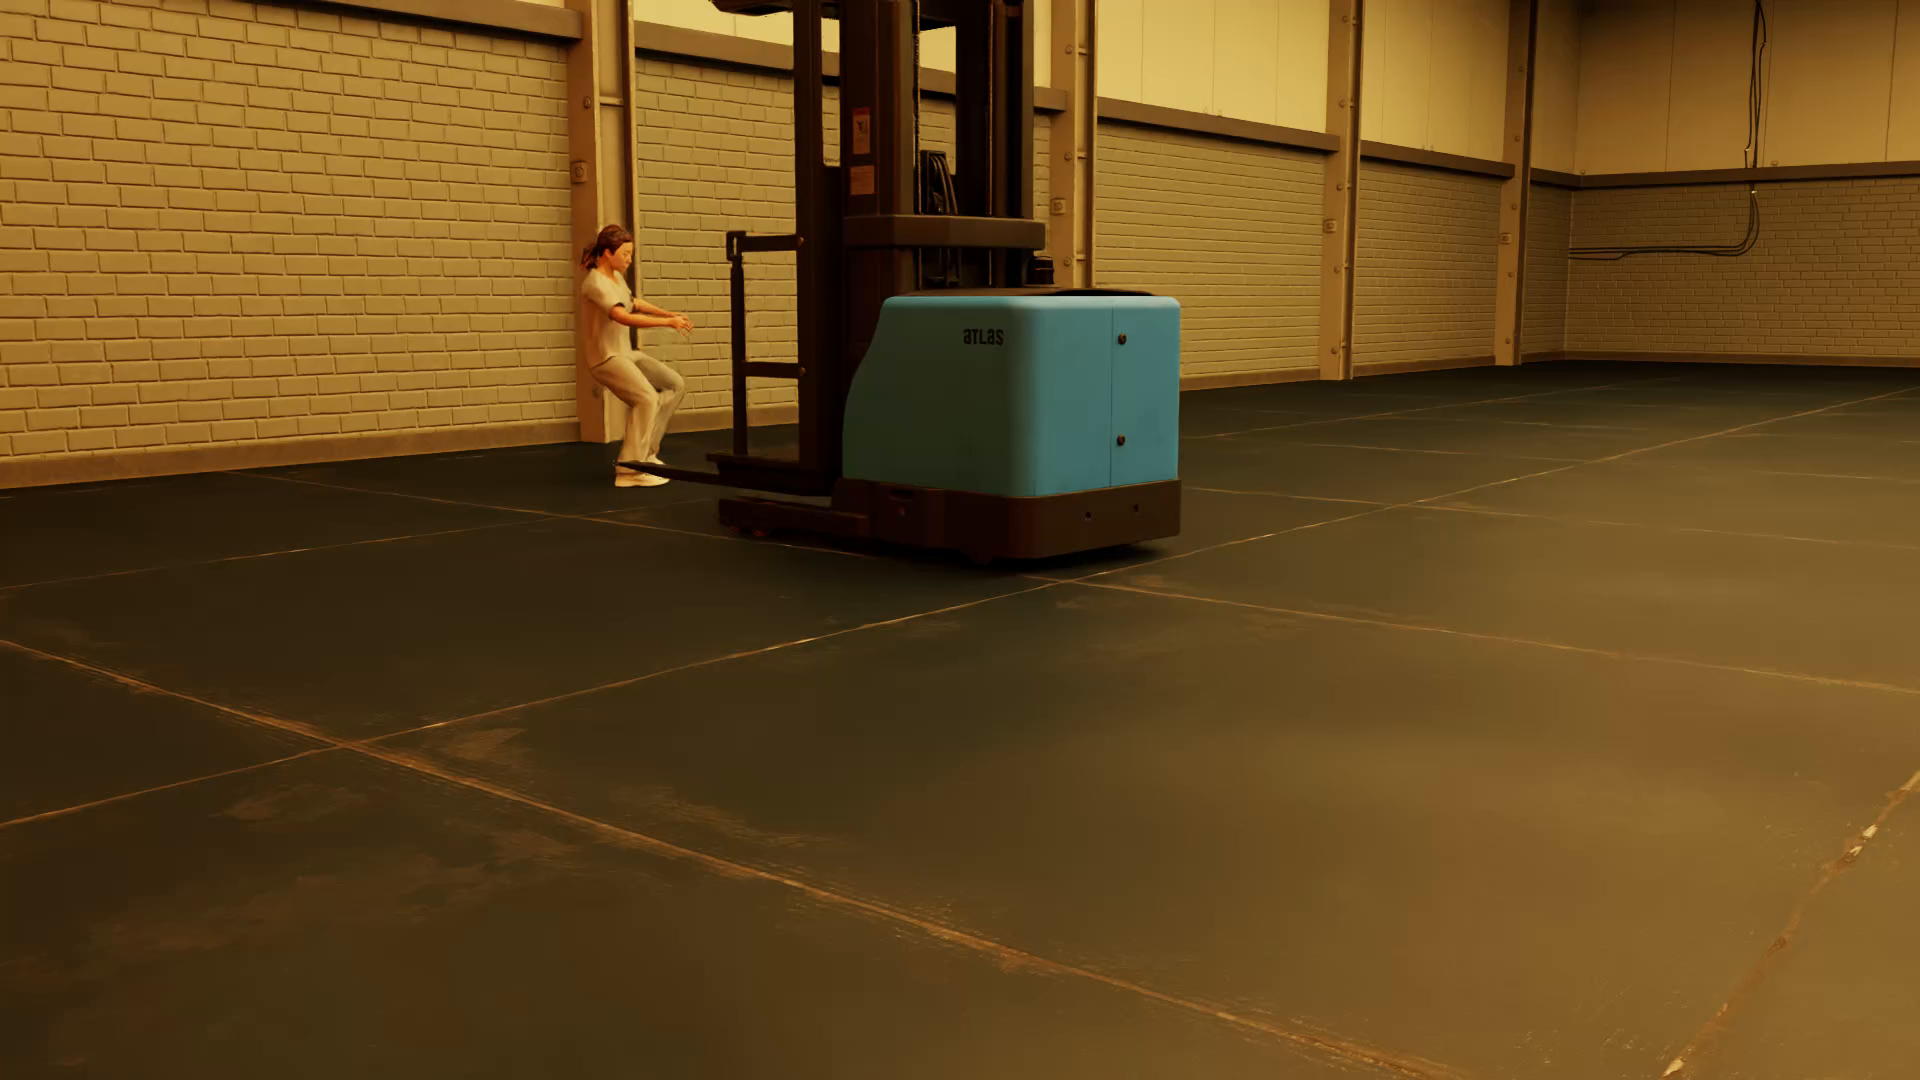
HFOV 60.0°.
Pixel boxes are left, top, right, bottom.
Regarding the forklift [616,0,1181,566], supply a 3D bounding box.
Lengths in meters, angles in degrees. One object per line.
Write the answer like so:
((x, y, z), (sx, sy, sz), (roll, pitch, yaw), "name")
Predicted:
((-0.464, -1.507, 7.581), (3.031, 2.935, 1.130), (8, 12, 44), "forklift")

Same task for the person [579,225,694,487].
((-1.851, -1.087, 9.716), (0.703, 1.479, 0.872), (0, 8, 3), "person")
